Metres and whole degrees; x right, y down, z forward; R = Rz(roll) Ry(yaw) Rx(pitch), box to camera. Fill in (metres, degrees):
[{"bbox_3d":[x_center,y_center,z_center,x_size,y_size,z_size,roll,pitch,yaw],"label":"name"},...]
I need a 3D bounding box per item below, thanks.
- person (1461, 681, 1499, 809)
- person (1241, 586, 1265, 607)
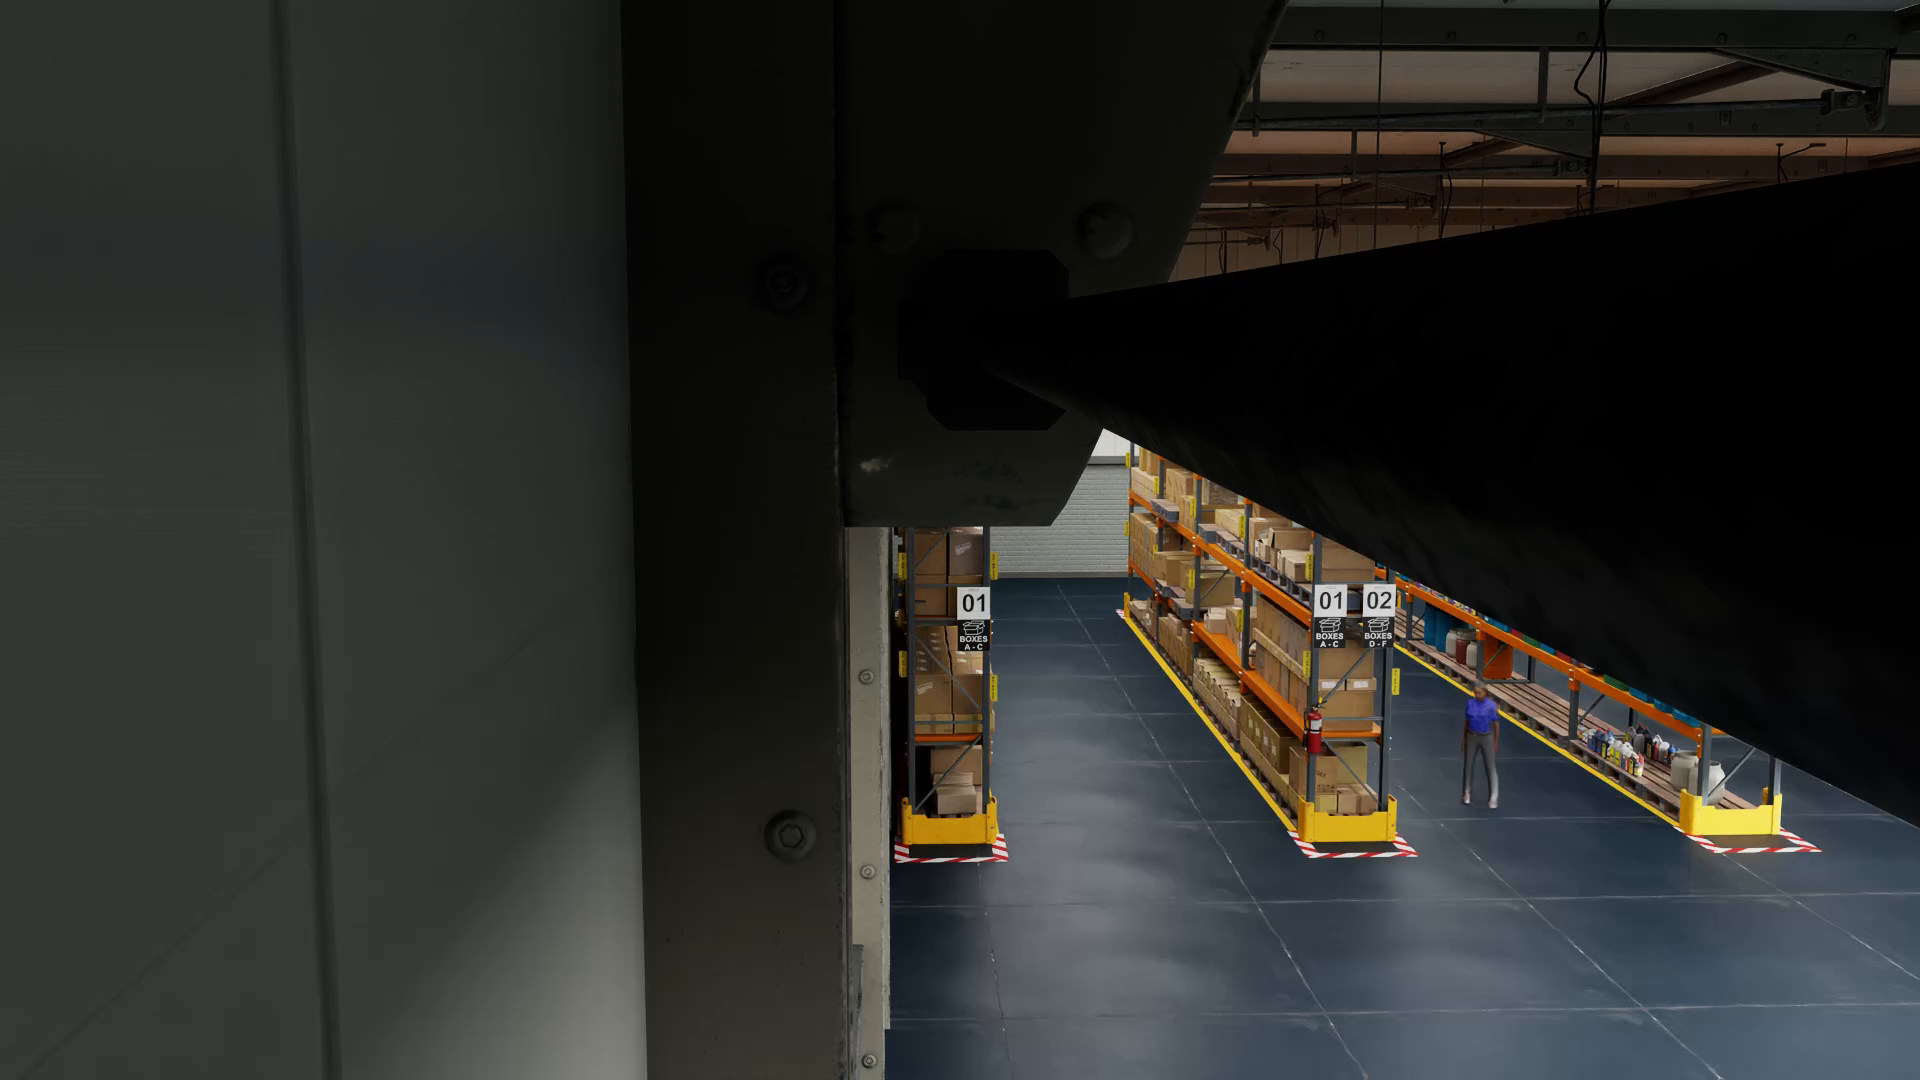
[{"bbox_3d":[6.923,2.695,22.088,0.553,1.652,0.351,6,9,38],"label":"person"},{"bbox_3d":[6.214,1.044,34.704,0.569,1.724,1.080,-1,7,-6],"label":"person"}]
